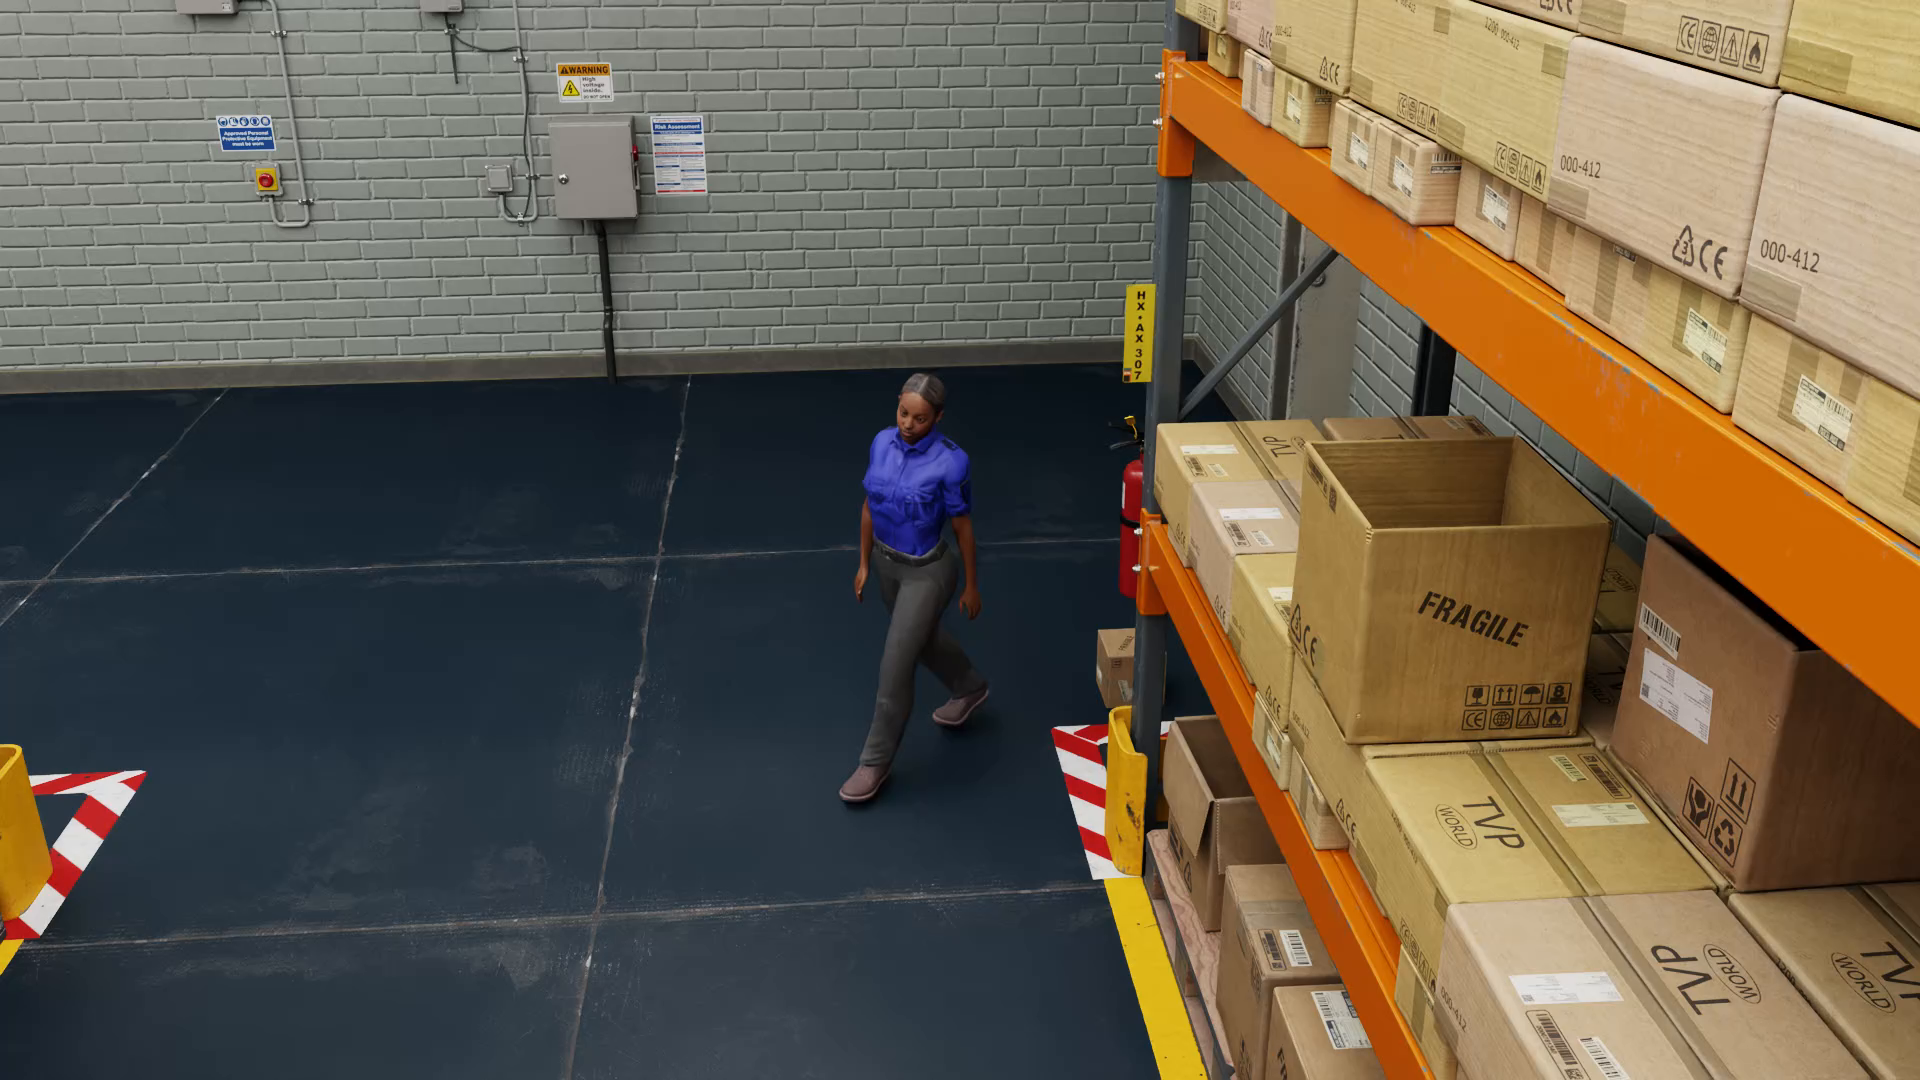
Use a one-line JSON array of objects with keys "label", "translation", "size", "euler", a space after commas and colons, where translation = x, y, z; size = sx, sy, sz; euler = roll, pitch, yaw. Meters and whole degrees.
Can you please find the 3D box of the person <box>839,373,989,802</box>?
[{"label": "person", "translation": [-0.180, 0.119, 6.335], "size": [0.455, 1.610, 0.903], "euler": [22, 32, 40]}]
